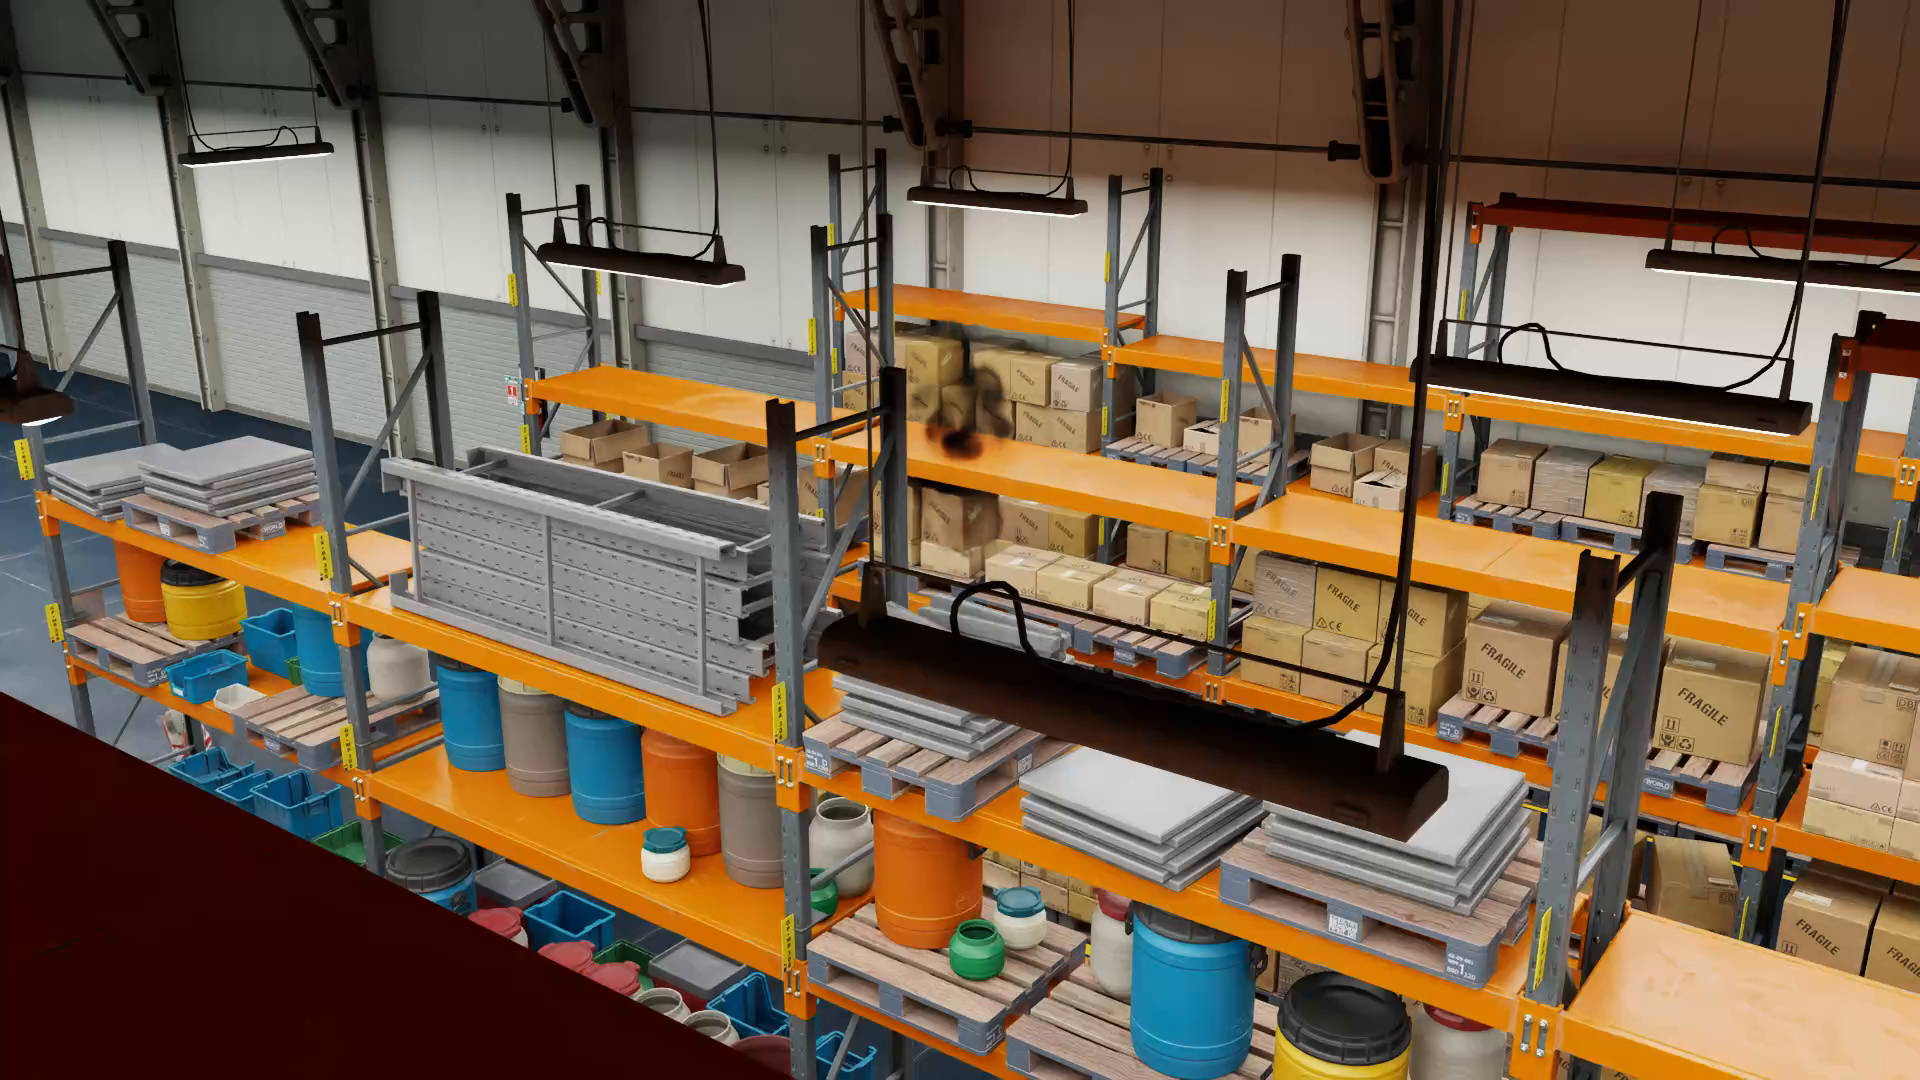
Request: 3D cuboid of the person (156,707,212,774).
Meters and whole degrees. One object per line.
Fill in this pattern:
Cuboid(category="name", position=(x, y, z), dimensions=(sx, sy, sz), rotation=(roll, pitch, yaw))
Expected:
Cuboid(category="person", position=(-7.512, 2.086, 16.148), dimensions=(0.678, 1.773, 0.661), rotation=(3, 19, 8))
